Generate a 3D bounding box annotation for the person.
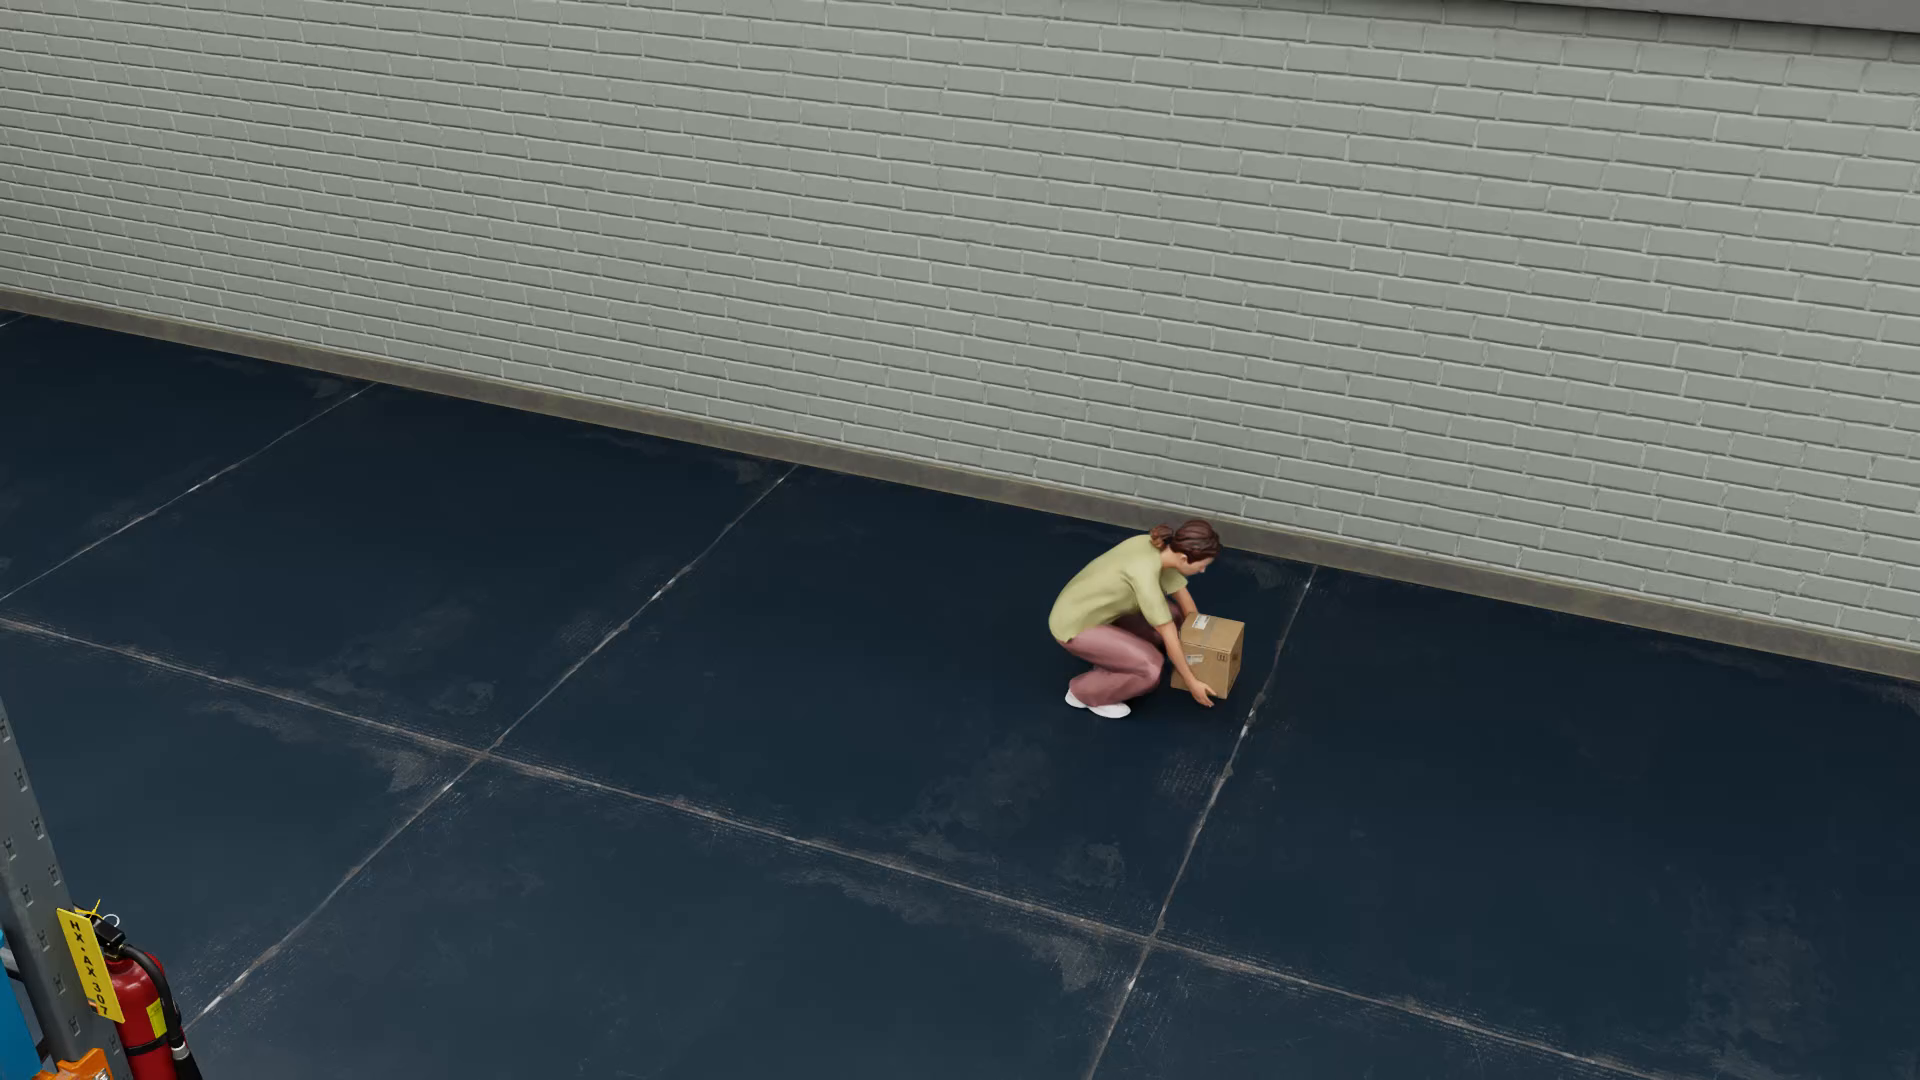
[{"bbox_3d":[0.795,0.321,7.312,0.796,0.947,0.472,11,32,18],"label":"person"}]
